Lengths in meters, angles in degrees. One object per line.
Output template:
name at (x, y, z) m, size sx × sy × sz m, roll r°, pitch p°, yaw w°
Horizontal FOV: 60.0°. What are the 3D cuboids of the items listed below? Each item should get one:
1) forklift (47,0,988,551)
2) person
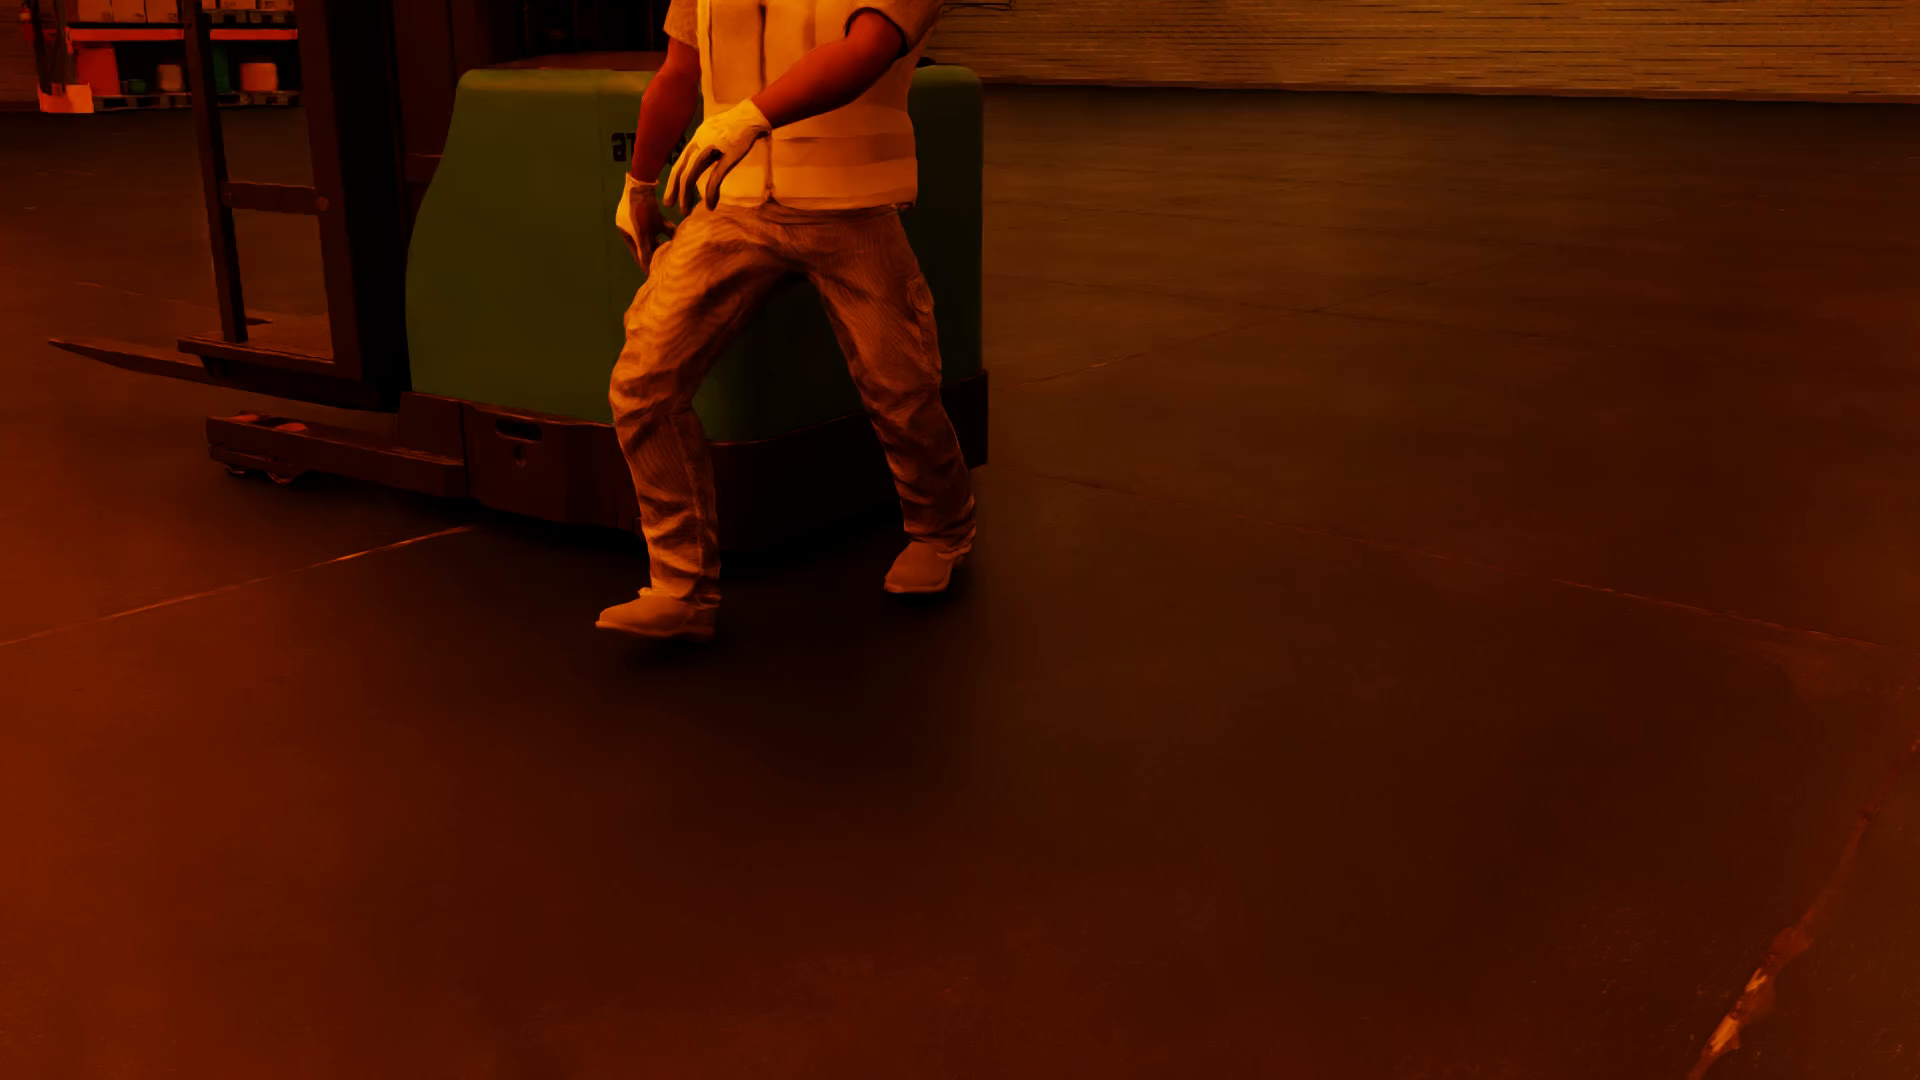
forklift at (-1.443, -1.665, 4.381) m, size 3.031 × 2.935 × 1.130 m, roll 11°, pitch 20°, yaw 31°
person at (-0.365, -0.637, 3.175) m, size 0.729 × 1.694 × 0.814 m, roll 5°, pitch 18°, yaw 17°
